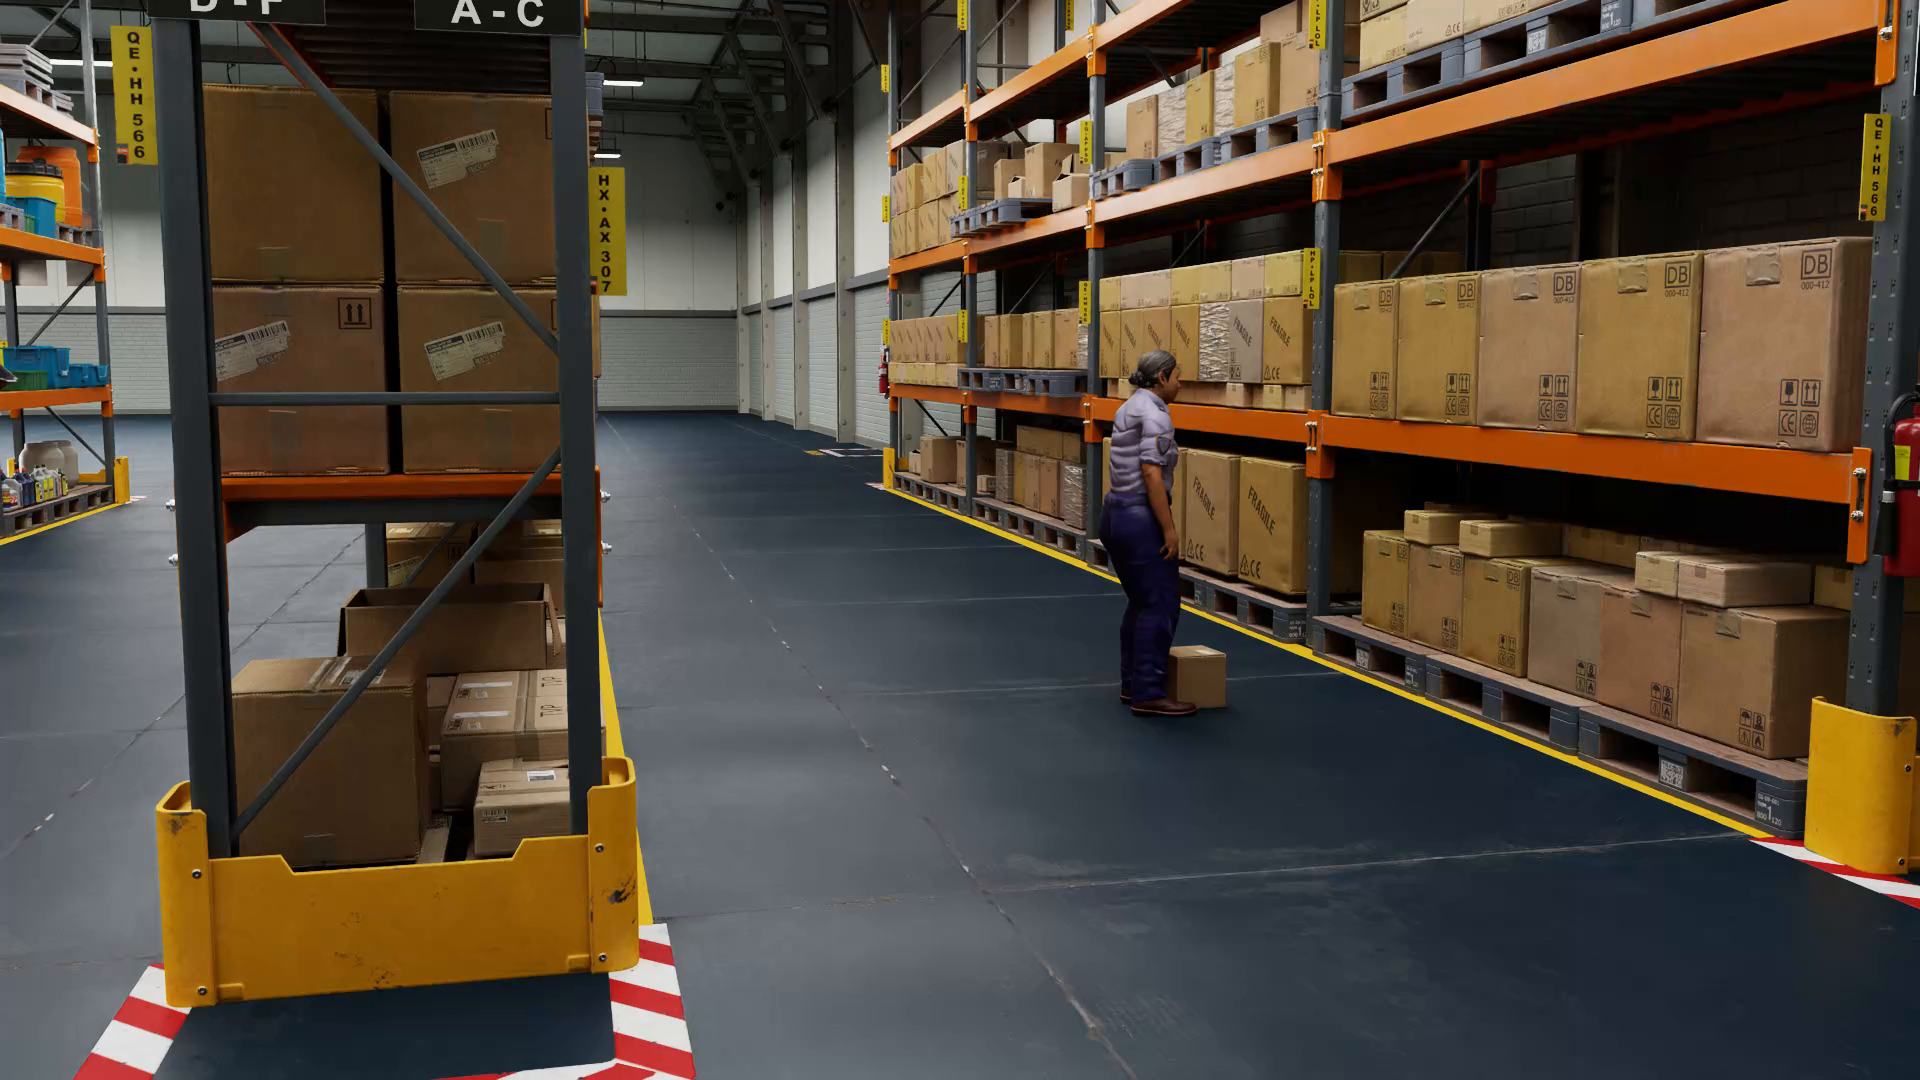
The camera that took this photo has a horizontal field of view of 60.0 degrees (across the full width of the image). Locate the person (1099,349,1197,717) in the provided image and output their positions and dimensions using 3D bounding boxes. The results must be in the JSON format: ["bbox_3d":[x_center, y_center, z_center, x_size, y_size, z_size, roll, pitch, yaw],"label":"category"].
[{"bbox_3d":[0.868,-0.040,7.648,0.412,1.637,0.539,-1,6,-13],"label":"person"}]
